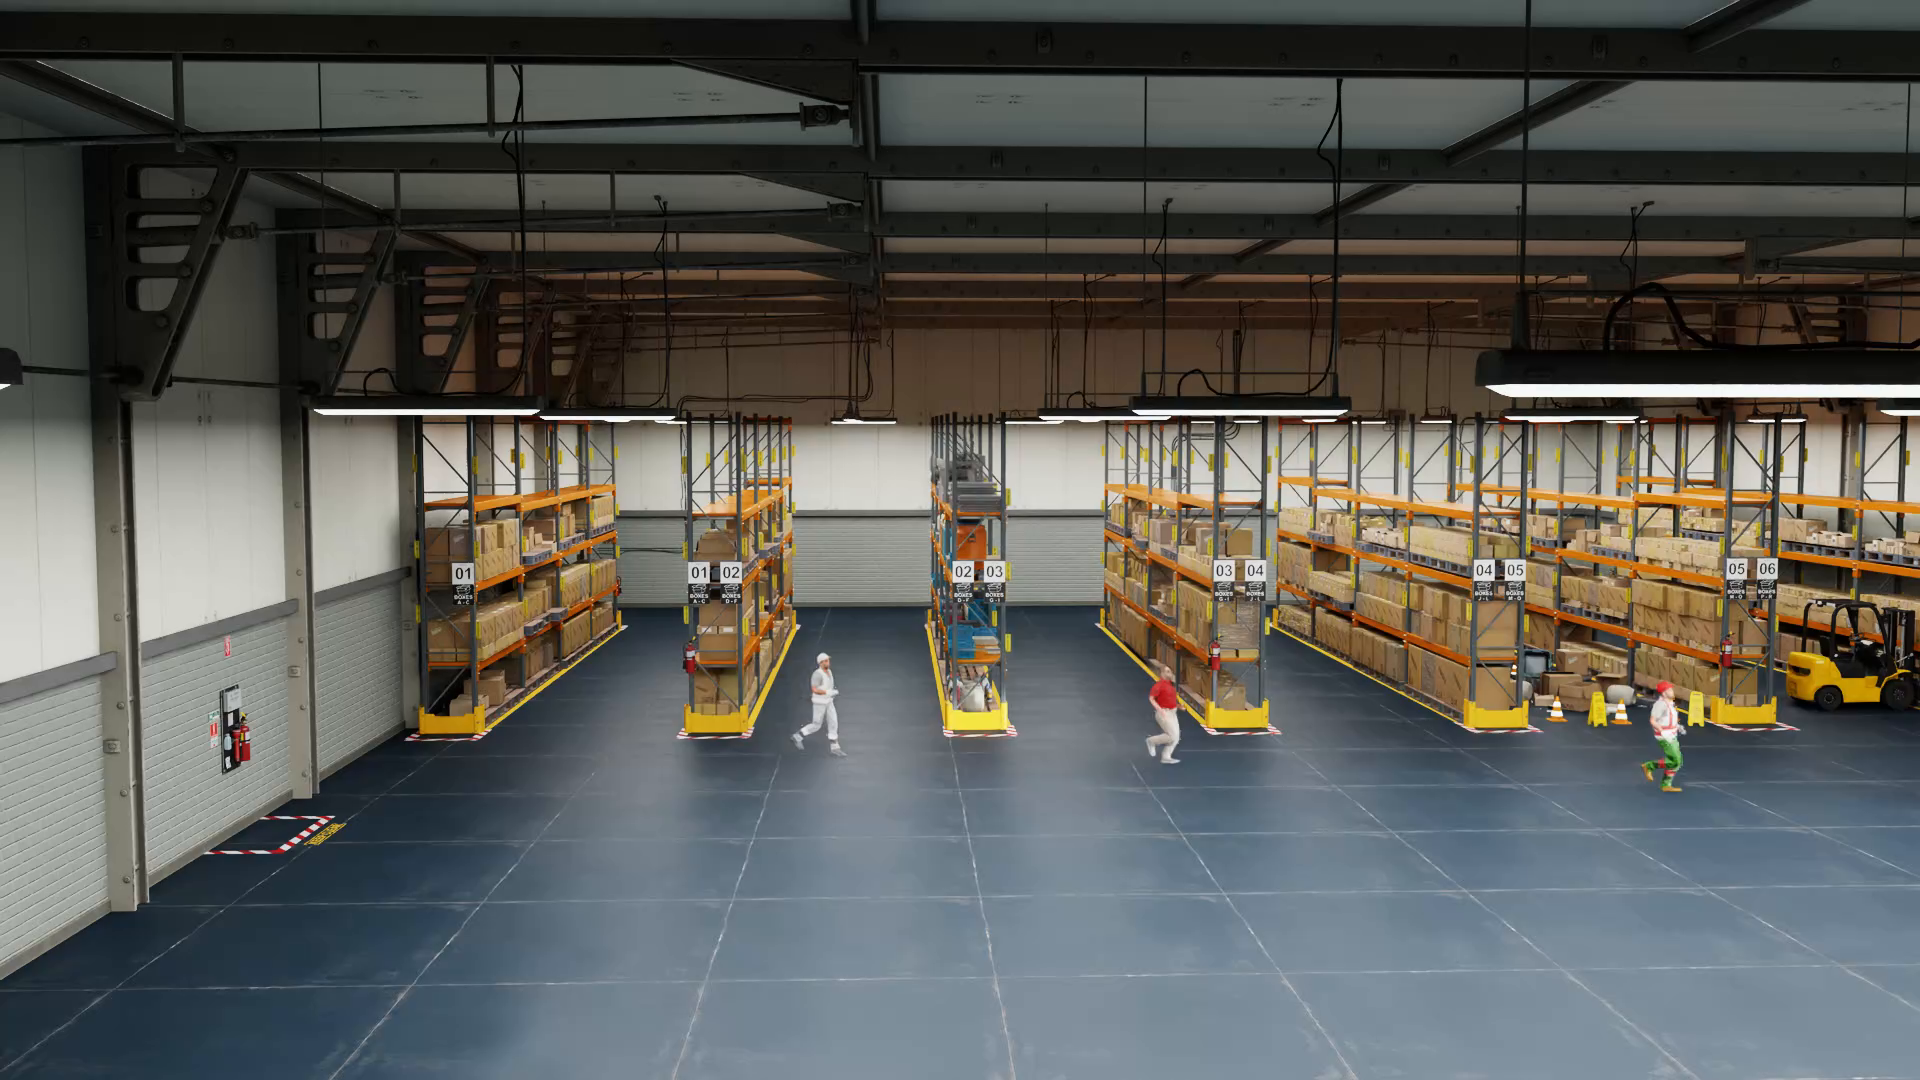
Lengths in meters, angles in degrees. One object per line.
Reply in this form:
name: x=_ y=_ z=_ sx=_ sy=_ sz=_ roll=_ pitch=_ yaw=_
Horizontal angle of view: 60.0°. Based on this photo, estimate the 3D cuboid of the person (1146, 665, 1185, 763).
person: x=3.499 y=2.967 z=28.285 sx=0.591 sy=1.672 sz=0.678 roll=2 pitch=4 yaw=29

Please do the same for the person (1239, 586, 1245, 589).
person: x=7.978 y=1.757 z=45.399 sx=0.671 sy=1.792 sz=0.723 roll=-1 pitch=4 yaw=-7

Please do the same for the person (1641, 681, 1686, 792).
person: x=11.058 y=3.087 z=26.125 sx=0.592 sy=1.741 sz=0.672 roll=3 pitch=5 yaw=35

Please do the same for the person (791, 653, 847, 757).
person: x=-2.430 y=2.857 z=28.953 sx=0.993 sy=1.791 sz=0.669 roll=2 pitch=4 yaw=25
